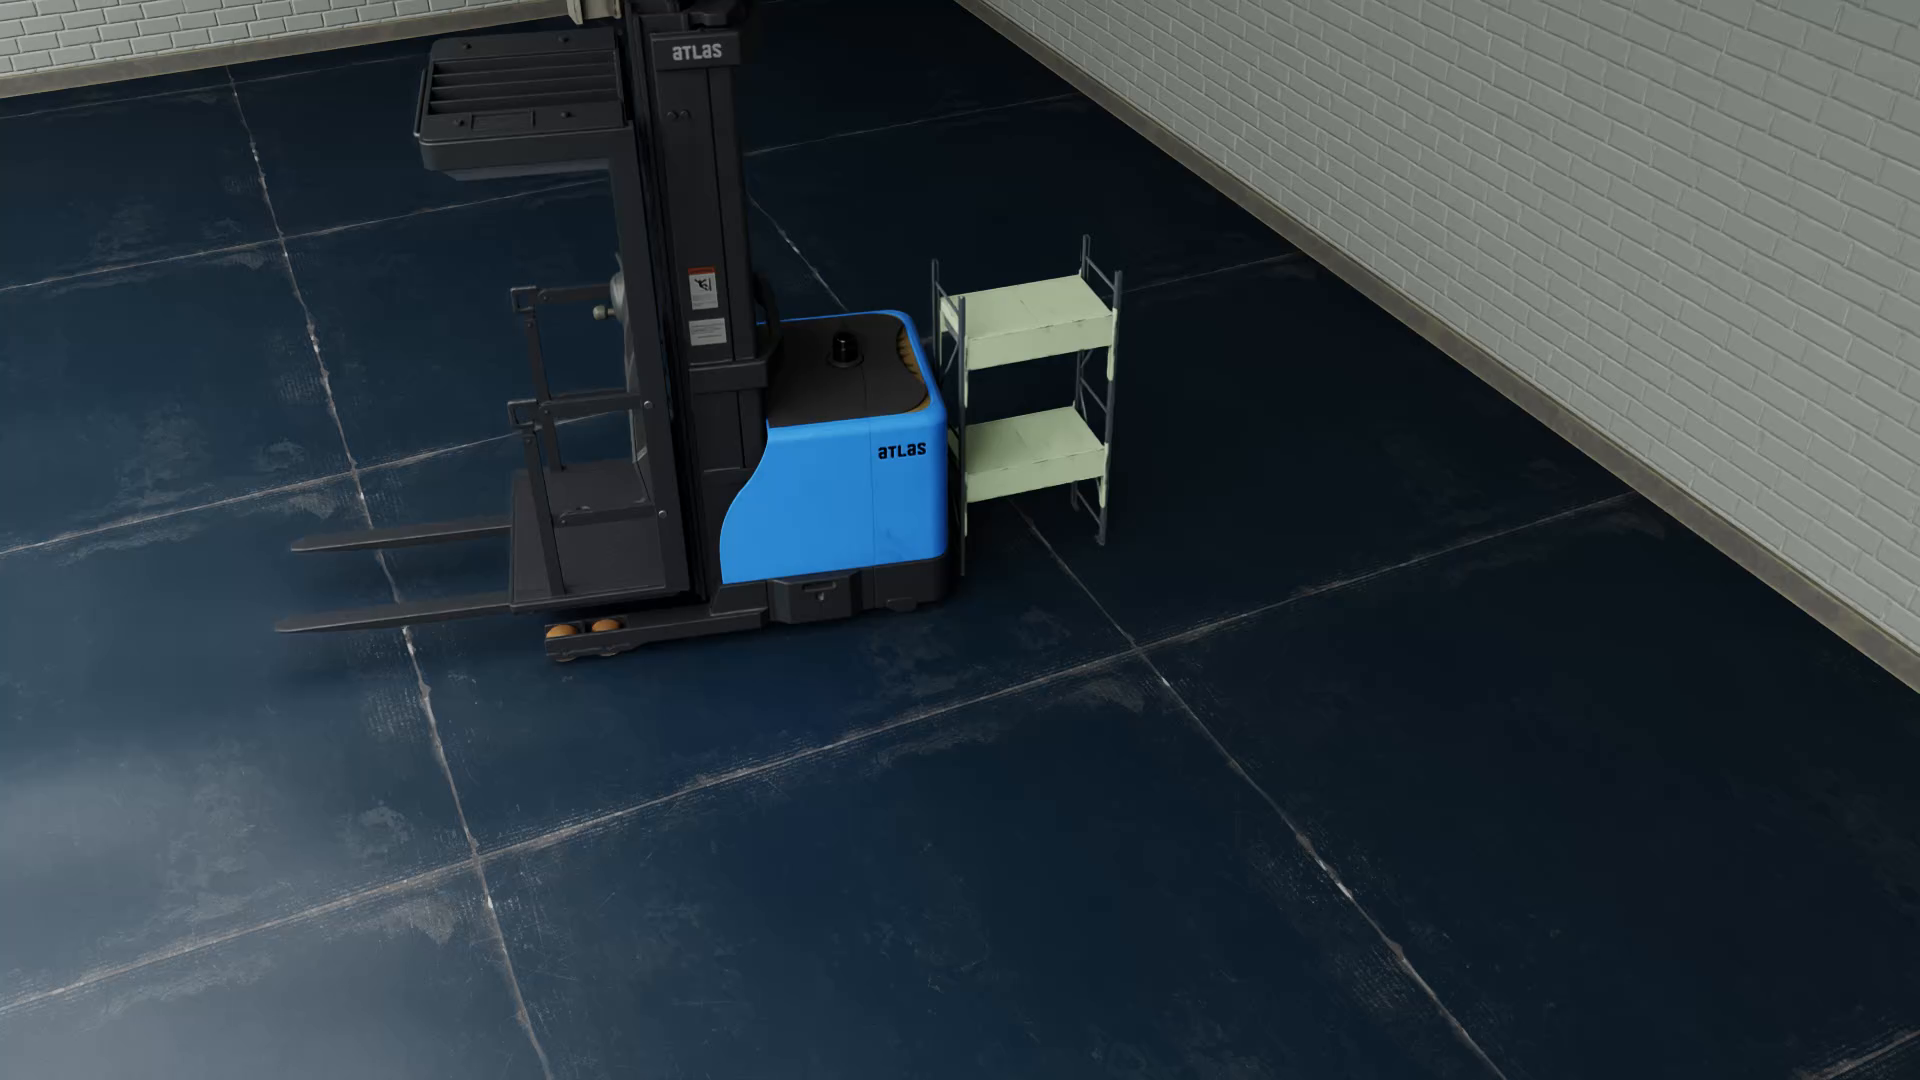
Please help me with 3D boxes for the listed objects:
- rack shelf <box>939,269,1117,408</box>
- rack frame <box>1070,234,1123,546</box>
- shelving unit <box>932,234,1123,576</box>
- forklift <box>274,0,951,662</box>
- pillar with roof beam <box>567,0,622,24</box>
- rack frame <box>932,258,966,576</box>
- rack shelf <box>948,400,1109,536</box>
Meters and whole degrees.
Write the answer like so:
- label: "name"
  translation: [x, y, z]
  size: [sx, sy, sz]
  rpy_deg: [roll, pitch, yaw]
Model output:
- label: "rack shelf"
  translation: [0.294, -0.926, 7.585]
  size: [0.720, 0.370, 0.431]
  rpy_deg: [-12, 38, -15]
- label: "rack frame"
  translation: [0.640, -0.685, 7.915]
  size: [0.023, 1.500, 0.400]
  rpy_deg: [-12, 38, -15]
- label: "shelving unit"
  translation: [0.294, -0.613, 7.818]
  size: [0.755, 1.500, 0.431]
  rpy_deg: [-12, 38, -15]
- label: "forklift"
  translation: [-1.611, -0.973, 7.101]
  size: [3.031, 2.935, 1.130]
  rpy_deg: [-7, 37, -9]
- label: "pillar with roof beam"
  translation: [-1.322, -5.819, 8.542]
  size: [0.400, 9.000, 9.100]
  rpy_deg: [-16, 39, -20]
- label: "rack frame"
  translation: [-0.051, -0.541, 7.720]
  size: [0.023, 1.500, 0.400]
  rpy_deg: [-12, 38, -15]
- label: "rack shelf"
  translation: [0.294, -0.351, 8.012]
  size: [0.720, 0.370, 0.431]
  rpy_deg: [-12, 38, -15]
